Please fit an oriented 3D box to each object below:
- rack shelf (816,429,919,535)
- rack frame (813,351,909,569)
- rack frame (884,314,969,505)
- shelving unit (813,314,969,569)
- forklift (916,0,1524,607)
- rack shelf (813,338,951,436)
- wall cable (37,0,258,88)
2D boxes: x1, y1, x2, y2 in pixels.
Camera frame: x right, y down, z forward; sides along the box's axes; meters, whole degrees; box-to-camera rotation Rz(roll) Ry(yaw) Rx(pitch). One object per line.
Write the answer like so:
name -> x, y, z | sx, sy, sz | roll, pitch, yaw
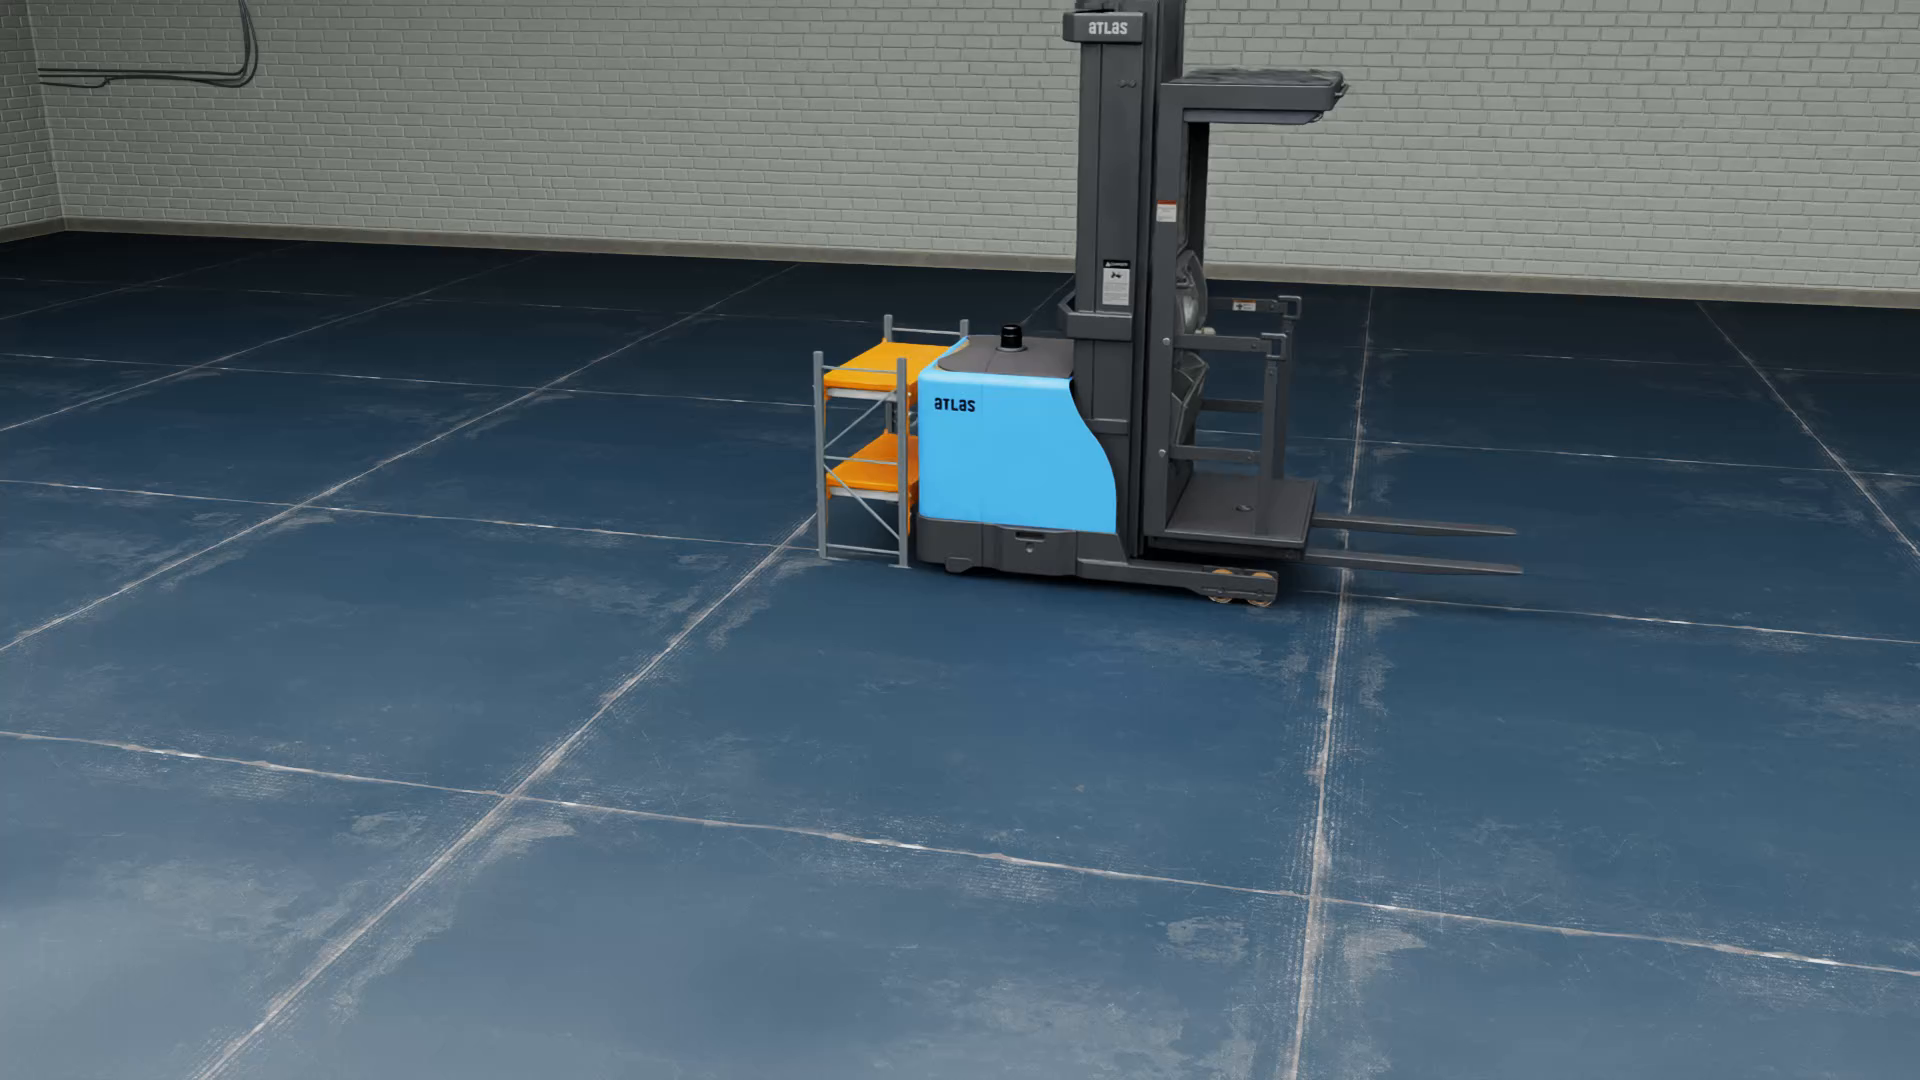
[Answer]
rack shelf -> -0.351, -0.336, 9.187 | 0.538, 0.278, 1.000 | 6, 20, 17
rack frame -> -0.512, -0.411, 8.651 | 0.500, 1.125, 0.032 | 6, 20, 17
rack frame -> -0.190, -0.723, 9.564 | 0.500, 1.125, 0.032 | 6, 20, 17
shelving unit -> -0.351, -0.567, 9.108 | 0.538, 1.125, 1.048 | 6, 20, 17
forklift -> 1.347, -1.248, 8.306 | 3.031, 2.935, 1.130 | 5, 19, 14
rack shelf -> -0.351, -0.844, 9.013 | 0.538, 0.278, 1.000 | 6, 20, 17
wall cable -> -9.457, -6.426, 18.883 | 3.097, 2.526, 0.112 | 5, 19, 13
